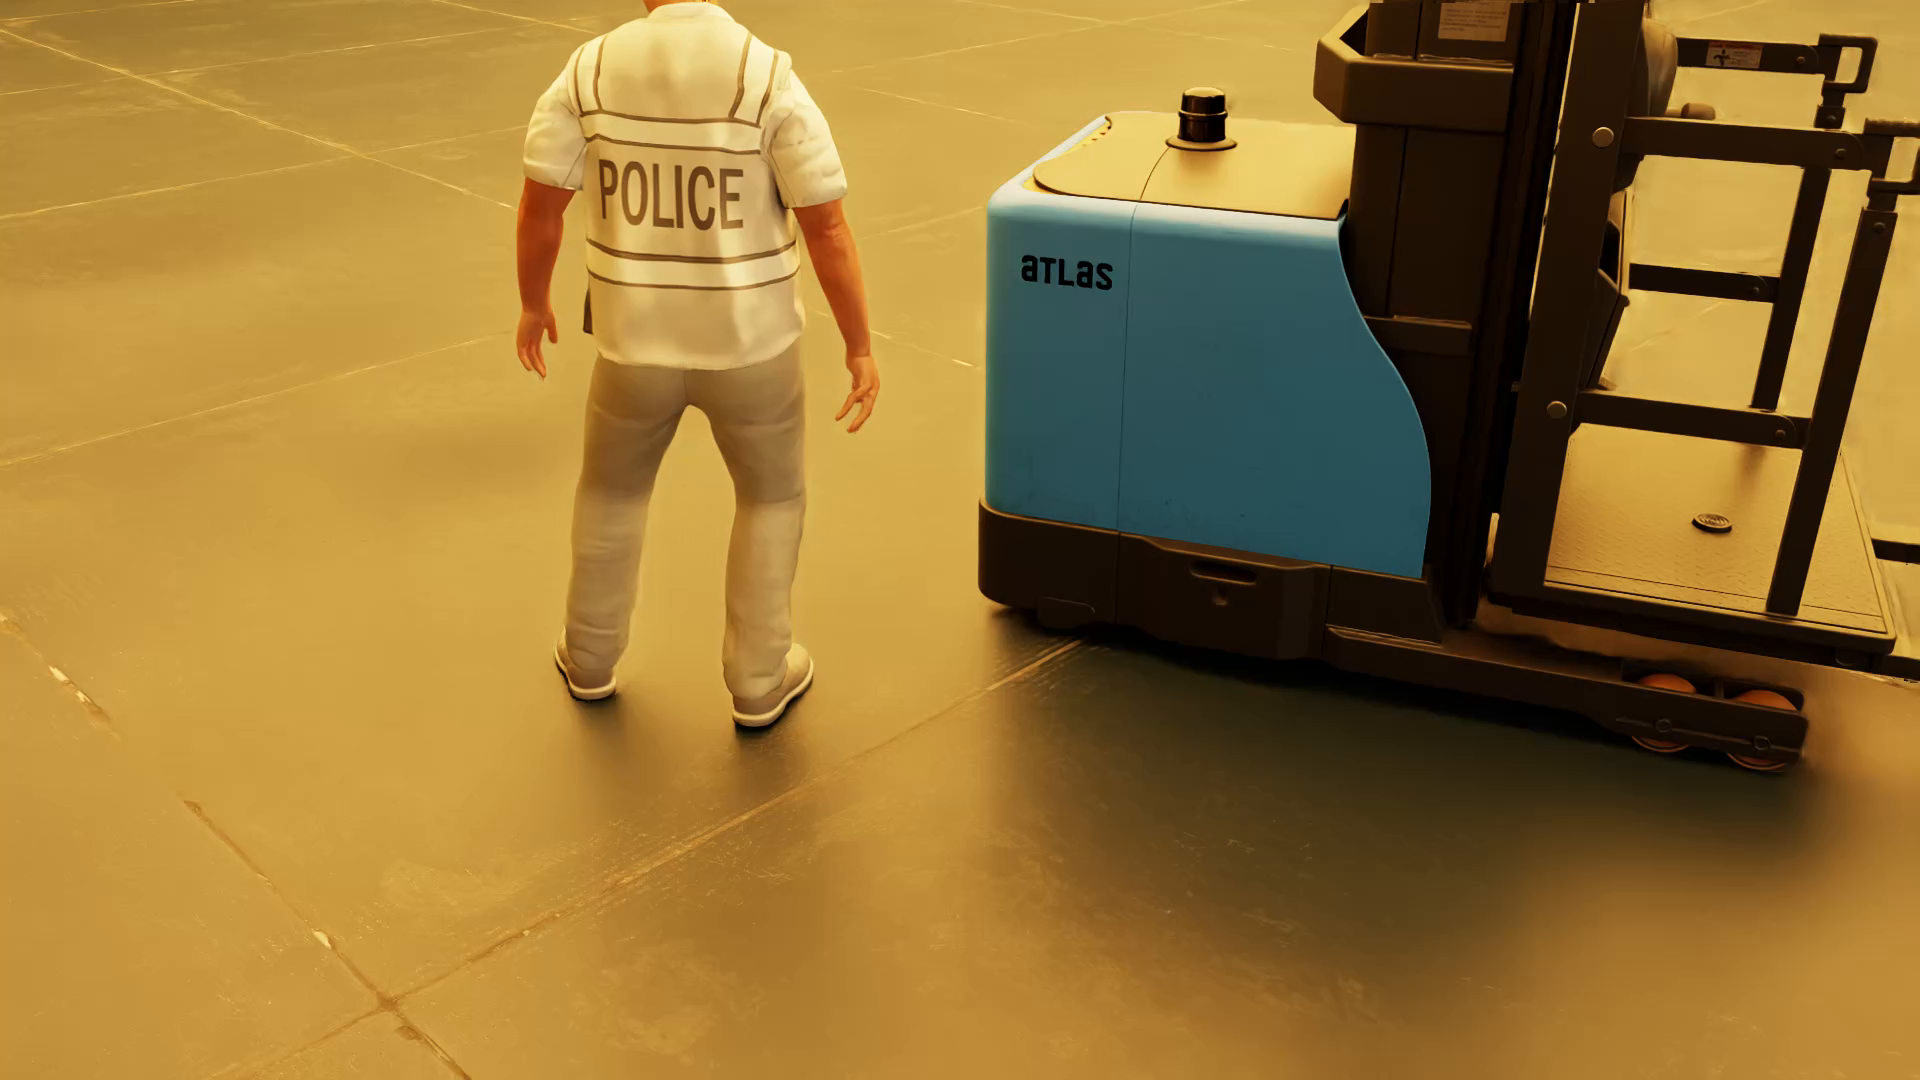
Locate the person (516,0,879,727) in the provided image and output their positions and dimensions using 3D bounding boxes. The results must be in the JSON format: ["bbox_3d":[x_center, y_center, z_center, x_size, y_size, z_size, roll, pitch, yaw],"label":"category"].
[{"bbox_3d":[-0.568,-0.431,3.467,0.818,1.724,0.422,2,26,4],"label":"person"}]

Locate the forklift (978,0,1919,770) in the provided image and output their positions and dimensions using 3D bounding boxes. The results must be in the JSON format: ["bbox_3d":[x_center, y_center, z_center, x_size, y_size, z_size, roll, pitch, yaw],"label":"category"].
[{"bbox_3d":[1.617,-1.091,3.438,3.031,2.935,1.130,9,28,18],"label":"forklift"}]
